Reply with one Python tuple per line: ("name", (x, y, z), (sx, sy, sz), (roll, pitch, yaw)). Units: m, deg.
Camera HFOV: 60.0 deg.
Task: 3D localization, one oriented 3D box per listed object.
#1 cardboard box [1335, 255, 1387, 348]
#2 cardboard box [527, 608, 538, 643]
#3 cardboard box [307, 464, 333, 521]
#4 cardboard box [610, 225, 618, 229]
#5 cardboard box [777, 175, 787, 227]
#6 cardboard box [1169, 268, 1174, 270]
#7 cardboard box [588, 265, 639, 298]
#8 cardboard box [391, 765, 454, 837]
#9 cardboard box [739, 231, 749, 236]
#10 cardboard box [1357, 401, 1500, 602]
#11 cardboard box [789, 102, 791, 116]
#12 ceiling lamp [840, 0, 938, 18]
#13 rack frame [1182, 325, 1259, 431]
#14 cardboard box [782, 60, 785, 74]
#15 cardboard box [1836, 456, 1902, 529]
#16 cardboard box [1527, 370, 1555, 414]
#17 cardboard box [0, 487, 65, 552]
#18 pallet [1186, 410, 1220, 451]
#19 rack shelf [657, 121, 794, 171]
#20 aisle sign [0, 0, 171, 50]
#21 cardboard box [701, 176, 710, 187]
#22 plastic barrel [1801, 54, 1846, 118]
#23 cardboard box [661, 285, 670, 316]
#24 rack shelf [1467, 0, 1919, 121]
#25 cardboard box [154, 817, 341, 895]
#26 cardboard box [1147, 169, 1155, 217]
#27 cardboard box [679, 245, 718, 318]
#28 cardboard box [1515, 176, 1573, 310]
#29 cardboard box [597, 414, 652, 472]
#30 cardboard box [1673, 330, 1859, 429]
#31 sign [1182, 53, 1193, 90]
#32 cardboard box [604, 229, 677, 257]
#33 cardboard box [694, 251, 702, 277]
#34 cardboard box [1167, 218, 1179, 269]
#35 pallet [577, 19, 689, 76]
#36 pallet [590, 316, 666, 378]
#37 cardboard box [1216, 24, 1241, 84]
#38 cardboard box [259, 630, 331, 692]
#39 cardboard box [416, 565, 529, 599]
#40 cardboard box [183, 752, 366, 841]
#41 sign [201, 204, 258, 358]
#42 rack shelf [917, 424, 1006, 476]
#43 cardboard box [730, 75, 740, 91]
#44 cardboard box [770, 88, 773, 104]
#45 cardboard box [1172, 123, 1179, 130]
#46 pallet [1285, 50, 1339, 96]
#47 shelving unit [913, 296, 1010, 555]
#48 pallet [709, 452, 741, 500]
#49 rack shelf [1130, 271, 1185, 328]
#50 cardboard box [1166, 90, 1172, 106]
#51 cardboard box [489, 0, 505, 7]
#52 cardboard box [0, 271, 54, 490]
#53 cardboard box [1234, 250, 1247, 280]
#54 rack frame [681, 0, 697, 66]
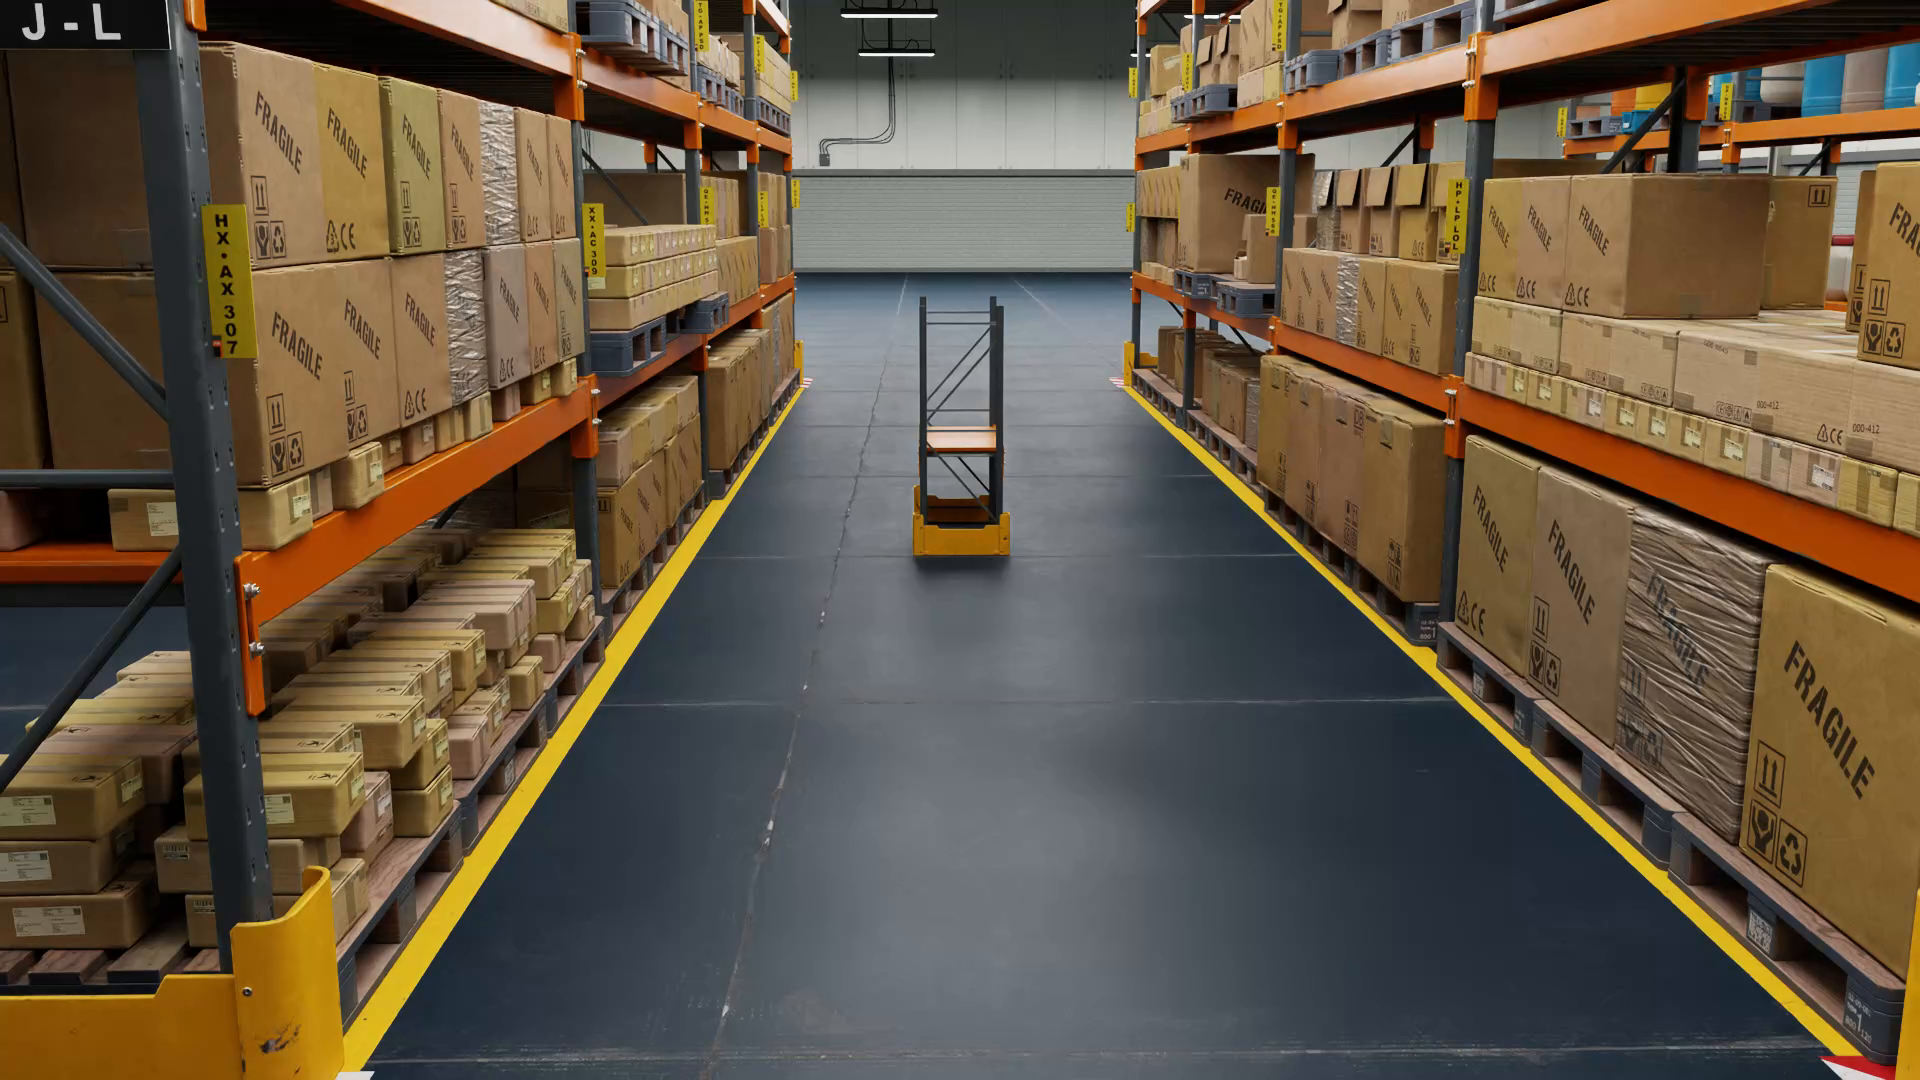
("cardboard box", (2.457, -1.365, 9.493), (0.500, 0.500, 0.500), (0, 11, -1))
("cardboard box", (-1.922, 0.342, 6.696), (0.380, 0.149, 0.250), (0, 11, -1))
("cardboard box", (-1.838, -0.120, 4.239), (0.380, 0.149, 0.250), (0, 11, 1))
("cardboard box", (-2.461, -1.998, 10.943), (0.380, 0.149, 0.250), (0, 11, -1))
("cardboard box", (-2.370, -3.727, 18.295), (0.875, 0.550, 0.550), (0, 11, -1))
("cardboard box", (2.326, -2.680, 16.856), (0.380, 0.149, 0.250), (0, 11, -1))
("cardboard box", (-1.743, -1.231, 7.910), (0.380, 0.149, 0.250), (0, 11, 0))
("cardboard box", (-1.798, 0.806, 5.154), (0.380, 0.149, 0.250), (0, 11, 0))
("cardboard box", (-2.380, -2.659, 15.746), (0.875, 0.550, 0.550), (0, 11, -1))
("cardboard box", (2.733, -0.214, 8.358), (1.225, 0.875, 0.875), (0, 11, -1))
("cardboard box", (-2.097, -4.845, 18.675), (0.380, 0.149, 0.250), (0, 11, -1))
("ceiling lamp", (-1.454, -12.339, 34.066), (2.000, 3.185, 0.800), (0, 11, -1))
("rack frame", (2.601, -2.513, 15.401), (1.000, 3.000, 0.127), (0, 11, -1))
("cardboard box", (-2.081, -5.083, 17.842), (0.380, 0.149, 0.250), (0, 11, 0))
("cardboard box", (2.505, -0.125, 4.265), (0.380, 0.149, 0.250), (0, 11, -1))
("cardboard box", (2.458, -0.582, 6.517), (0.380, 0.149, 0.250), (-1, 11, -3))
("cardboard box", (-2.401, -0.068, 3.980), (0.380, 0.149, 0.250), (0, 11, -1))
("pallet", (2.619, -0.991, 14.915), (1.003, 0.211, 1.213), (0, 11, -1))
("rack shelf", (-2.401, -4.028, 17.132), (1.077, 0.370, 4.000), (0, 11, -1))
("aisle sign", (-1.811, -1.388, 3.317), (0.394, 0.787, 0.004), (0, 11, -1))
("cardboard box", (-2.301, -2.548, 12.809), (0.700, 0.500, 0.500), (0, 11, -2))
("plastic barrel", (7.780, -4.149, 14.659), (0.600, 0.901, 0.708), (0, 11, -1))
("cardboard box", (-1.766, -1.290, 8.951), (0.380, 0.149, 0.250), (-1, 11, -4))
("rack shelf", (2.808, -1.642, 5.376), (1.077, 0.370, 4.000), (0, 11, -1))
("cardboard box", (-1.866, 0.813, 4.372), (0.380, 0.149, 0.250), (0, 11, 1))
("cardboard box", (2.272, -3.683, 17.657), (0.500, 0.500, 0.500), (0, 11, -1))
("cardboard box", (-2.017, -1.857, 11.915), (0.500, 0.500, 0.500), (0, 11, -1))
("cardboard box", (2.523, -1.168, 6.516), (0.500, 0.500, 0.500), (0, 11, -1))
("cardboard box", (-1.959, -0.524, 8.944), (0.500, 0.250, 0.500), (0, 11, 0))
("cardboard box", (2.553, -0.497, 5.093), (0.500, 0.250, 0.500), (-1, 11, -3))
("sign", (2.059, -4.232, 15.033), (0.100, 0.325, 0.005), (0, 11, -1))
("cardboard box", (-1.771, -1.634, 9.147), (0.380, 0.149, 0.250), (0, 11, 1))
("cardboard box", (-1.792, -1.694, 10.194), (0.380, 0.149, 0.250), (0, 11, -1))
("cardboard box", (2.567, -2.996, 16.782), (0.875, 0.500, 0.500), (0, 11, -1))
("pallet", (-2.126, -2.630, 8.904), (1.213, 0.211, 1.003), (0, 11, -1))
("pallet", (-2.065, -0.981, 8.332), (1.003, 0.211, 1.213), (0, 11, -1))
("cardboard box", (2.532, -3.958, 13.665), (0.797, 0.503, 0.637), (0, 11, 1))
("cardboard box", (-2.354, 0.410, 5.614), (0.380, 0.149, 0.250), (-1, 11, -3))
("cardboard box", (-1.943, 0.199, 6.651), (0.380, 0.149, 0.250), (0, 11, 1))
("cardboard box", (-1.783, 0.667, 4.344), (0.380, 0.149, 0.250), (-1, 11, -4))
("sign", (-1.570, -0.554, 3.566), (0.100, 0.325, 0.005), (0, 11, -1))
("rack shelf", (-0.002, -0.576, 10.529), (0.538, 0.185, 1.000), (0, 11, -1))
("cardboard box", (-2.186, -4.024, 14.375), (0.500, 0.250, 0.500), (0, 11, -1))
("cardboard box", (-2.051, -4.390, 16.435), (0.380, 0.149, 0.250), (0, 11, -2))
("cardboard box", (2.330, -4.103, 16.071), (0.500, 0.250, 0.500), (0, 11, 0))
("pallet", (2.750, -2.967, 10.572), (1.213, 0.211, 1.003), (0, 11, 1))
("shelving unit", (-0.002, -0.750, 10.485), (0.587, 1.500, 1.083), (0, 11, -1))
("pallet", (-2.218, -0.508, 12.531), (1.003, 0.211, 1.213), (0, 11, -1))
("rack shelf", (2.560, -2.558, 17.432), (1.077, 0.370, 4.000), (0, 11, -1))
("cardboard box", (2.273, -4.430, 16.682), (0.380, 0.149, 0.250), (0, 11, 2))
("cardboard box", (-1.905, -2.022, 5.815), (0.500, 0.250, 0.500), (0, 11, -2))
("cardboard box", (-2.379, -0.410, 4.037), (0.500, 0.500, 0.500), (0, 11, 0))
("cardboard box", (2.379, -2.188, 13.081), (0.396, 0.266, 0.258), (-1, 11, -3))
("rack frame", (-2.277, -4.657, 10.884), (1.000, 3.000, 0.127), (0, 11, -1))
